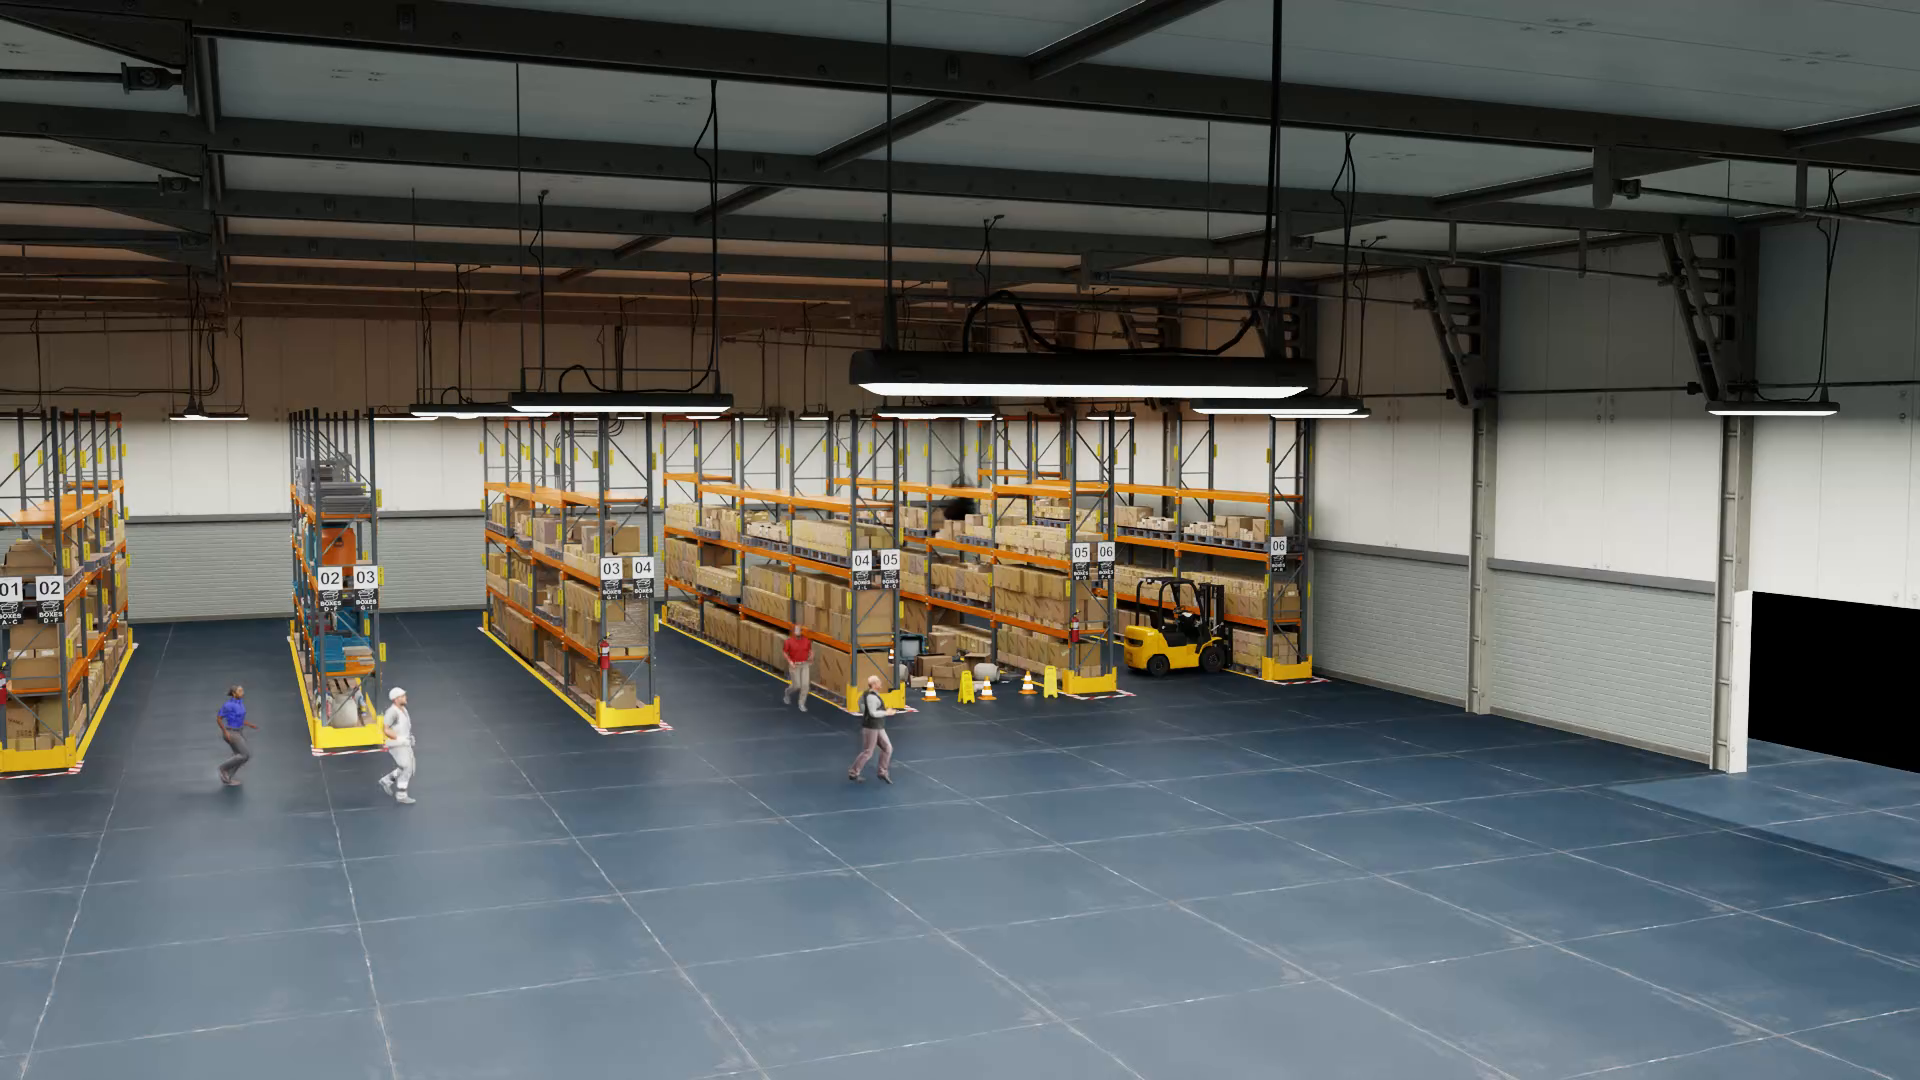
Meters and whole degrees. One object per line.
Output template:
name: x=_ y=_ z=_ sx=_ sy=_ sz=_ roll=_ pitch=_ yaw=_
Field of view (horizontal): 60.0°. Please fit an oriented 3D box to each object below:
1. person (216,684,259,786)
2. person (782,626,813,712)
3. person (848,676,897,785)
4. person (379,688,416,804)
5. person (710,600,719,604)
person: x=-11.405 y=3.080 z=26.274 sx=0.586 sy=1.606 sz=0.559 roll=0 pitch=4 yaw=-1
person: x=-3.224 y=2.557 z=33.348 sx=0.648 sy=1.696 sz=0.675 roll=-2 pitch=4 yaw=-25
person: x=-1.380 y=3.026 z=26.240 sx=0.778 sy=1.772 sz=0.641 roll=0 pitch=4 yaw=5
person: x=-8.505 y=3.094 z=25.029 sx=0.596 sy=1.751 sz=0.666 roll=0 pitch=4 yaw=2
person: x=-7.214 y=1.431 z=49.570 sx=0.787 sy=1.624 sz=0.777 roll=3 pitch=5 yaw=38
